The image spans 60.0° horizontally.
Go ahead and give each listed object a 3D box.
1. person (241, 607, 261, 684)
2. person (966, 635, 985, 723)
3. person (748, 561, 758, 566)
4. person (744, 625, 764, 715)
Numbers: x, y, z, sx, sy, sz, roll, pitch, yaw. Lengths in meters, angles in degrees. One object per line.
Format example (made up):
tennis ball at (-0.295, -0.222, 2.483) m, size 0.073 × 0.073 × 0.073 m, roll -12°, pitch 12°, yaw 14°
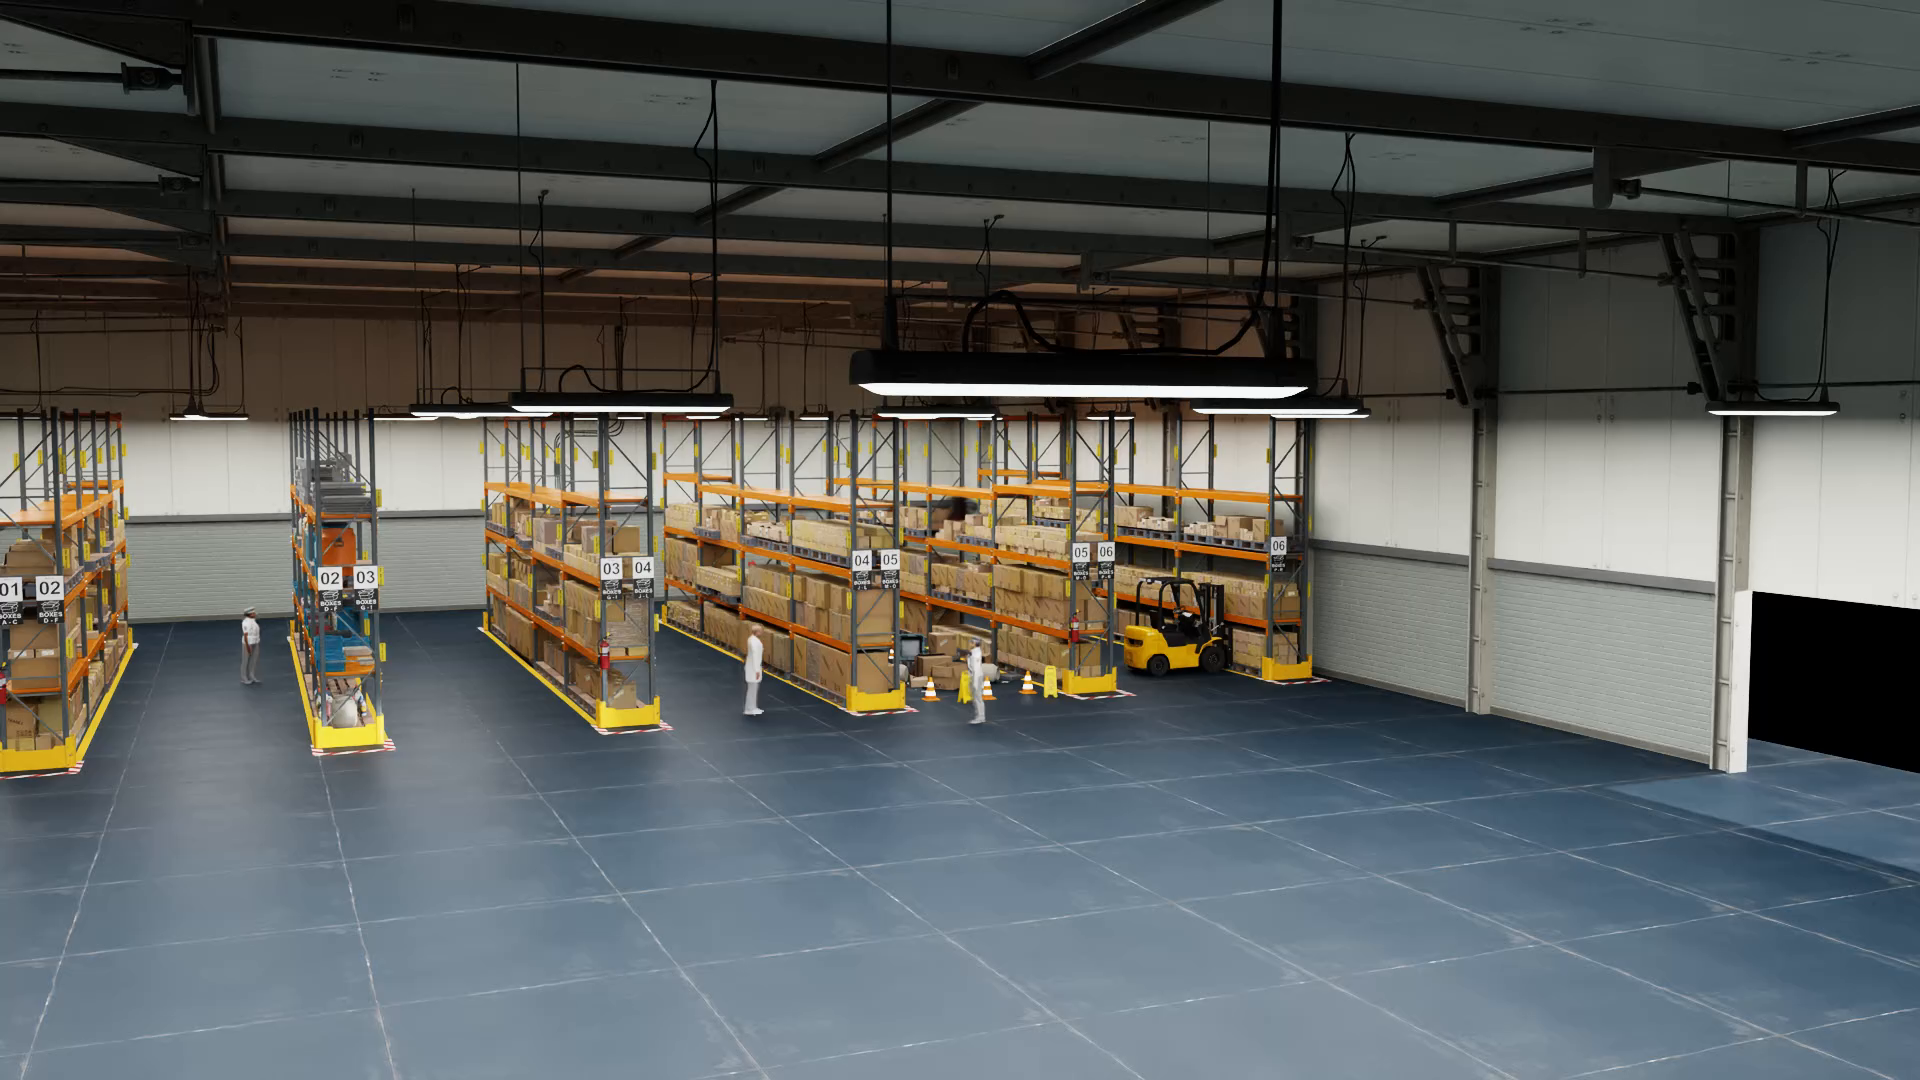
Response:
person at (-15.650, 2.311, 36.692) m, size 0.379 × 1.696 × 0.460 m, roll 1°, pitch 4°, yaw 16°
person at (0.279, 2.669, 31.739) m, size 0.364 × 1.719 × 0.565 m, roll -1°, pitch 4°, yaw -11°
person at (-5.942, 1.494, 47.448) m, size 0.454 × 1.798 × 0.537 m, roll -3°, pitch 5°, yaw -32°
person at (-4.047, 2.546, 32.679) m, size 0.406 × 1.781 × 0.618 m, roll -1°, pitch 4°, yaw -10°
